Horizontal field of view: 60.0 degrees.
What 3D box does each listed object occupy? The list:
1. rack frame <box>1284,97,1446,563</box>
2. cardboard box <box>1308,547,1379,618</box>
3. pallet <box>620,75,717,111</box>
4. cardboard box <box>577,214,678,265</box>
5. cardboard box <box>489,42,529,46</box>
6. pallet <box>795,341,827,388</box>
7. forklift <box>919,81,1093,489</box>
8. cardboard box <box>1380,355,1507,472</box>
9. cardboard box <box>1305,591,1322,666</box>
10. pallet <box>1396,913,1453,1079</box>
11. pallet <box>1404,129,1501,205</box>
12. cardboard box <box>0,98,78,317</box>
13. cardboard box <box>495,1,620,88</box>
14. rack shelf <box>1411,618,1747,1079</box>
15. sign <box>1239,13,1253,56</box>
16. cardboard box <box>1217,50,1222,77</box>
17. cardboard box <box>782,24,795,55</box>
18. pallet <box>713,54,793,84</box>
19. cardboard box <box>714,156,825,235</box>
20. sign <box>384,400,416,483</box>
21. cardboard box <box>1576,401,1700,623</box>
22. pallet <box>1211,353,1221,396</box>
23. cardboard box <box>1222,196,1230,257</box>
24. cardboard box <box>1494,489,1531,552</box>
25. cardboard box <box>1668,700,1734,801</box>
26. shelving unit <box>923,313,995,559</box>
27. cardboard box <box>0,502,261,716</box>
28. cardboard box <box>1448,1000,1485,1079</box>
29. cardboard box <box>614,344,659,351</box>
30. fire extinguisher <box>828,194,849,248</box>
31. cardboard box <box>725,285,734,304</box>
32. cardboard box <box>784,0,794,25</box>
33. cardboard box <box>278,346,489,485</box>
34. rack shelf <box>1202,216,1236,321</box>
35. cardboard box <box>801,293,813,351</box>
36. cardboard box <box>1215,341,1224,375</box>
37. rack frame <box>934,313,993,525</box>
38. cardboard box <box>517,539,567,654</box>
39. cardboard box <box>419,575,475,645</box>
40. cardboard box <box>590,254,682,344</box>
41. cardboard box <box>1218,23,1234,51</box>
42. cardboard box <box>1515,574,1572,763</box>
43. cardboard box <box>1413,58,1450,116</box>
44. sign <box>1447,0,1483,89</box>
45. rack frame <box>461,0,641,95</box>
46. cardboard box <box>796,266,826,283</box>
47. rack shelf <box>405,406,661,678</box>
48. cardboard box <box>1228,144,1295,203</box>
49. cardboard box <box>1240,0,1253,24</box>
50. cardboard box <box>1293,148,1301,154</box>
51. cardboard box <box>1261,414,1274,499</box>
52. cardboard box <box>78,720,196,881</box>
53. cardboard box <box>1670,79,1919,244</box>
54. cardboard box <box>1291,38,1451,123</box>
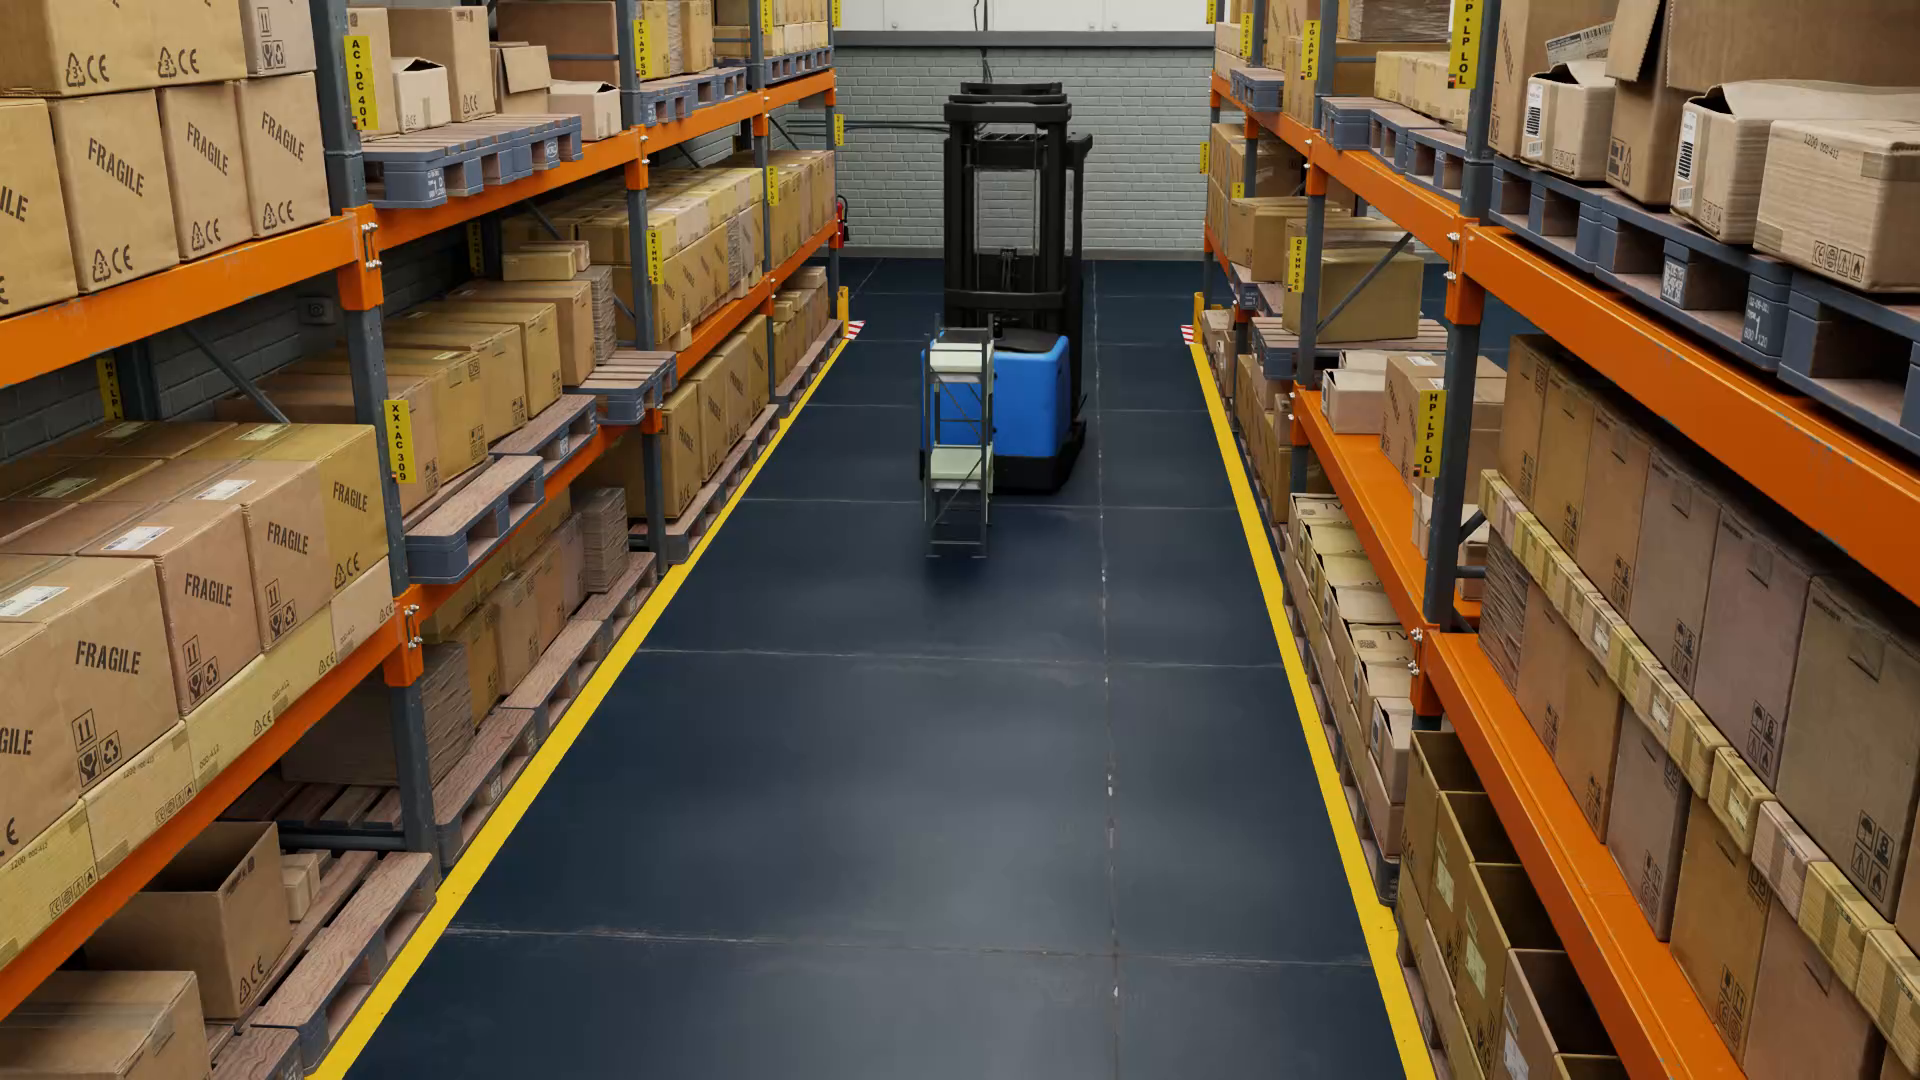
[{"bbox_3d":[2.542,-1.106,9.982,1.000,3.000,0.127,1,18,4],"label":"rack frame"},{"bbox_3d":[2.143,0.212,8.800,0.500,0.311,0.500,1,18,2],"label":"cardboard box"},{"bbox_3d":[-2.329,-3.100,11.553,1.003,0.211,1.213,2,18,6],"label":"pallet"},{"bbox_3d":[-2.108,-1.915,10.575,0.500,0.250,0.500,2,18,5],"label":"cardboard box"},{"bbox_3d":[-2.681,-2.480,9.164,0.500,0.500,0.500,1,18,4],"label":"cardboard box"},{"bbox_3d":[-1.896,-1.747,16.417,1.003,0.211,1.213,1,18,4],"label":"pallet"},{"bbox_3d":[0.459,-2.192,13.407,1.130,2.935,3.031,3,18,10],"label":"forklift"},{"bbox_3d":[2.437,-0.632,8.375,0.500,0.500,0.500,0,18,1],"label":"cardboard box"},{"bbox_3d":[2.145,0.474,8.899,0.500,0.250,0.500,1,18,2],"label":"cardboard box"},{"bbox_3d":[2.156,1.707,5.874,1.003,0.211,1.213,1,18,4],"label":"pallet"},{"bbox_3d":[2.305,-1.473,6.591,0.805,0.209,1.217,1,18,2],"label":"pallet"},{"bbox_3d":[-2.575,-0.806,4.056,0.500,0.500,0.500,2,18,7],"label":"cardboard box"},{"bbox_3d":[-2.423,-3.047,10.220,0.700,0.500,0.500,0,18,0],"label":"cardboard box"},{"bbox_3d":[2.111,1.099,4.407,1.077,0.370,4.000,1,18,4],"label":"rack shelf"},{"bbox_3d":[2.286,-4.030,13.256,0.100,0.325,0.005,1,18,4],"label":"sign"},{"bbox_3d":[2.776,-4.636,16.179,0.500,0.250,0.500,1,18,4],"label":"cardboard box"},{"bbox_3d":[-1.750,-4.426,14.702,0.500,0.250,0.500,1,18,3],"label":"cardboard box"},{"bbox_3d":[-2.044,-4.095,14.429,1.003,0.211,1.213,1,18,4],"label":"pallet"},{"bbox_3d":[-1.894,-3.458,16.678,0.980,0.700,0.700,1,18,3],"label":"cardboard box"},{"bbox_3d":[-2.145,-0.375,6.361,0.100,0.325,0.005,1,18,4],"label":"sign"},{"bbox_3d":[2.158,-0.078,4.599,0.700,0.500,0.500,1,18,4],"label":"cardboard box"},{"bbox_3d":[2.963,-1.617,16.018,1.003,0.211,1.213,1,18,4],"label":"pallet"},{"bbox_3d":[2.678,-2.877,15.225,0.500,0.500,0.500,2,18,5],"label":"cardboard box"},{"bbox_3d":[2.025,-0.063,5.595,0.380,0.149,0.250,2,18,5],"label":"cardboard box"},{"bbox_3d":[1.897,0.497,3.886,0.380,0.149,0.250,2,18,5],"label":"cardboard box"},{"bbox_3d":[0.000,-0.711,11.183,0.431,1.500,0.755,1,18,4],"label":"shelving unit"},{"bbox_3d":[-2.489,0.197,5.009,0.500,0.500,0.500,1,18,2],"label":"cardboard box"},{"bbox_3d":[1.837,1.691,5.188,0.500,0.250,0.500,1,18,4],"label":"cardboard box"},{"bbox_3d":[-2.145,-1.203,10.649,0.380,0.149,0.250,1,18,3],"label":"cardboard box"},{"bbox_3d":[-1.355,-3.523,18.081,0.296,0.674,0.183,1,18,4],"label":"fire extinguisher"},{"bbox_3d":[-1.957,-1.921,12.839,0.380,0.149,0.250,1,18,4],"label":"cardboard box"},{"bbox_3d":[-1.751,-4.791,14.610,0.500,0.500,0.500,1,18,3],"label":"cardboard box"},{"bbox_3d":[-2.569,-0.561,7.450,0.700,0.500,0.500,3,18,10],"label":"cardboard box"},{"bbox_3d":[2.972,-2.628,15.782,1.077,0.370,4.000,1,18,4],"label":"rack shelf"},{"bbox_3d":[-1.848,-2.181,16.602,0.700,0.500,0.500,1,18,2],"label":"cardboard box"},{"bbox_3d":[2.640,-1.696,15.394,0.500,0.311,0.500,1,18,4],"label":"cardboard box"},{"bbox_3d":[0.026,-0.824,11.530,0.400,1.500,0.023,1,18,4],"label":"rack frame"},{"bbox_3d":[-2.560,0.300,8.998,0.700,0.500,0.500,1,18,4],"label":"cardboard box"},{"bbox_3d":[-2.622,0.283,7.845,0.500,0.250,0.500,1,18,3],"label":"cardboard box"},{"bbox_3d":[-2.110,-1.559,10.694,0.500,0.500,0.500,2,18,6],"label":"cardboard box"},{"bbox_3d":[2.776,-4.874,16.101,0.500,0.250,0.500,1,18,4],"label":"cardboard box"},{"bbox_3d":[2.198,0.390,5.254,0.700,0.500,0.500,1,18,3],"label":"cardboard box"},{"bbox_3d":[2.493,-2.177,8.000,0.500,0.250,0.500,1,18,3],"label":"cardboard box"},{"bbox_3d":[1.713,-1.694,5.622,0.100,0.325,0.005,1,18,4],"label":"sign"},{"bbox_3d":[-2.400,-4.067,9.382,1.000,3.000,0.127,1,18,4],"label":"rack frame"},{"bbox_3d":[-1.604,-2.757,17.318,0.380,0.149,0.250,1,18,3],"label":"cardboard box"},{"bbox_3d":[-2.543,-0.253,8.533,1.077,0.370,4.000,1,18,4],"label":"rack shelf"},{"bbox_3d":[2.640,-3.193,14.585,0.500,0.500,0.500,1,18,3],"label":"cardboard box"},{"bbox_3d":[2.916,-4.915,15.022,0.700,0.500,0.500,1,18,4],"label":"cardboard box"},{"bbox_3d":[3.179,-3.172,14.519,0.500,0.500,0.500,1,18,2],"label":"cardboard box"},{"bbox_3d":[2.412,-0.584,11.696,0.500,0.500,0.500,1,18,2],"label":"cardboard box"},{"bbox_3d":[-2.518,0.709,4.649,0.500,0.250,0.500,1,18,4],"label":"cardboard box"},{"bbox_3d":[1.827,-0.807,3.496,0.500,0.311,0.500,3,18,10],"label":"cardboard box"},{"bbox_3d":[2.576,-2.874,10.399,0.910,0.500,0.500,1,18,4],"label":"cardboard box"}]
